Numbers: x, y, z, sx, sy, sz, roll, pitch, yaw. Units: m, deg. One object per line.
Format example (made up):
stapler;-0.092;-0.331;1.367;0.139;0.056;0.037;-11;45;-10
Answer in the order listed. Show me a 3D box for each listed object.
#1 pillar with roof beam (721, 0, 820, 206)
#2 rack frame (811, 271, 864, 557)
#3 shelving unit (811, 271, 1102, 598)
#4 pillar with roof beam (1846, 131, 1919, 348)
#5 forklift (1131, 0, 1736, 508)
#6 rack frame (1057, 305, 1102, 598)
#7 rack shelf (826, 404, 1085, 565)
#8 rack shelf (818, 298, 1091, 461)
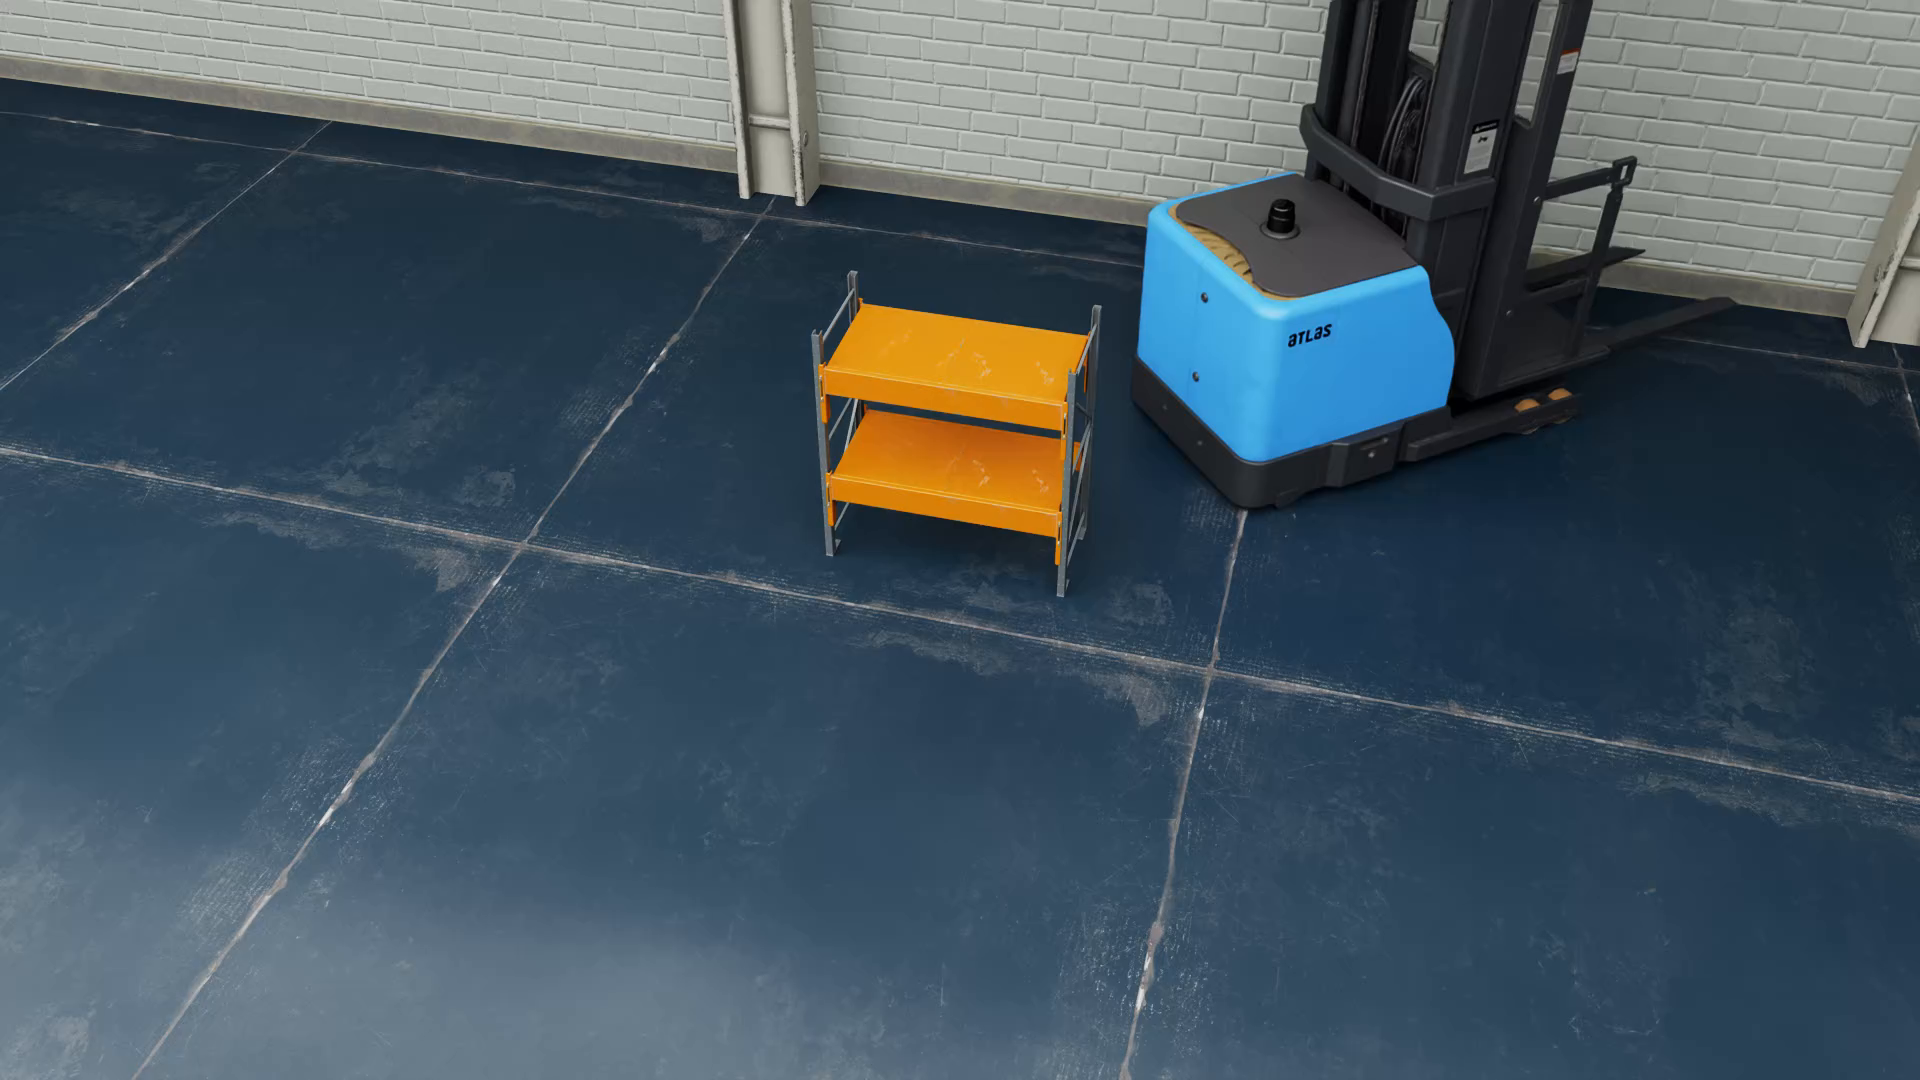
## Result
pillar with roof beam;-2.154;-2.812;3.601;0.400;9.000;9.100;10;41;11
rack frame;-0.498;-0.516;6.990;0.032;1.125;0.500;10;41;11
shelving unit;-0.007;-0.432;6.890;1.048;1.125;0.538;10;41;11
pillar with roof beam;3.642;-1.814;2.413;0.400;9.000;9.100;10;41;11
forklift;2.375;-1.911;7.246;3.031;2.935;1.130;-17;43;-19
rack frame;0.485;-0.347;6.789;0.032;1.125;0.500;10;41;11
rack shelf;-0.007;-0.245;7.047;1.000;0.278;0.538;10;41;11
rack shelf;-0.007;-0.656;6.701;1.000;0.278;0.538;10;41;11
